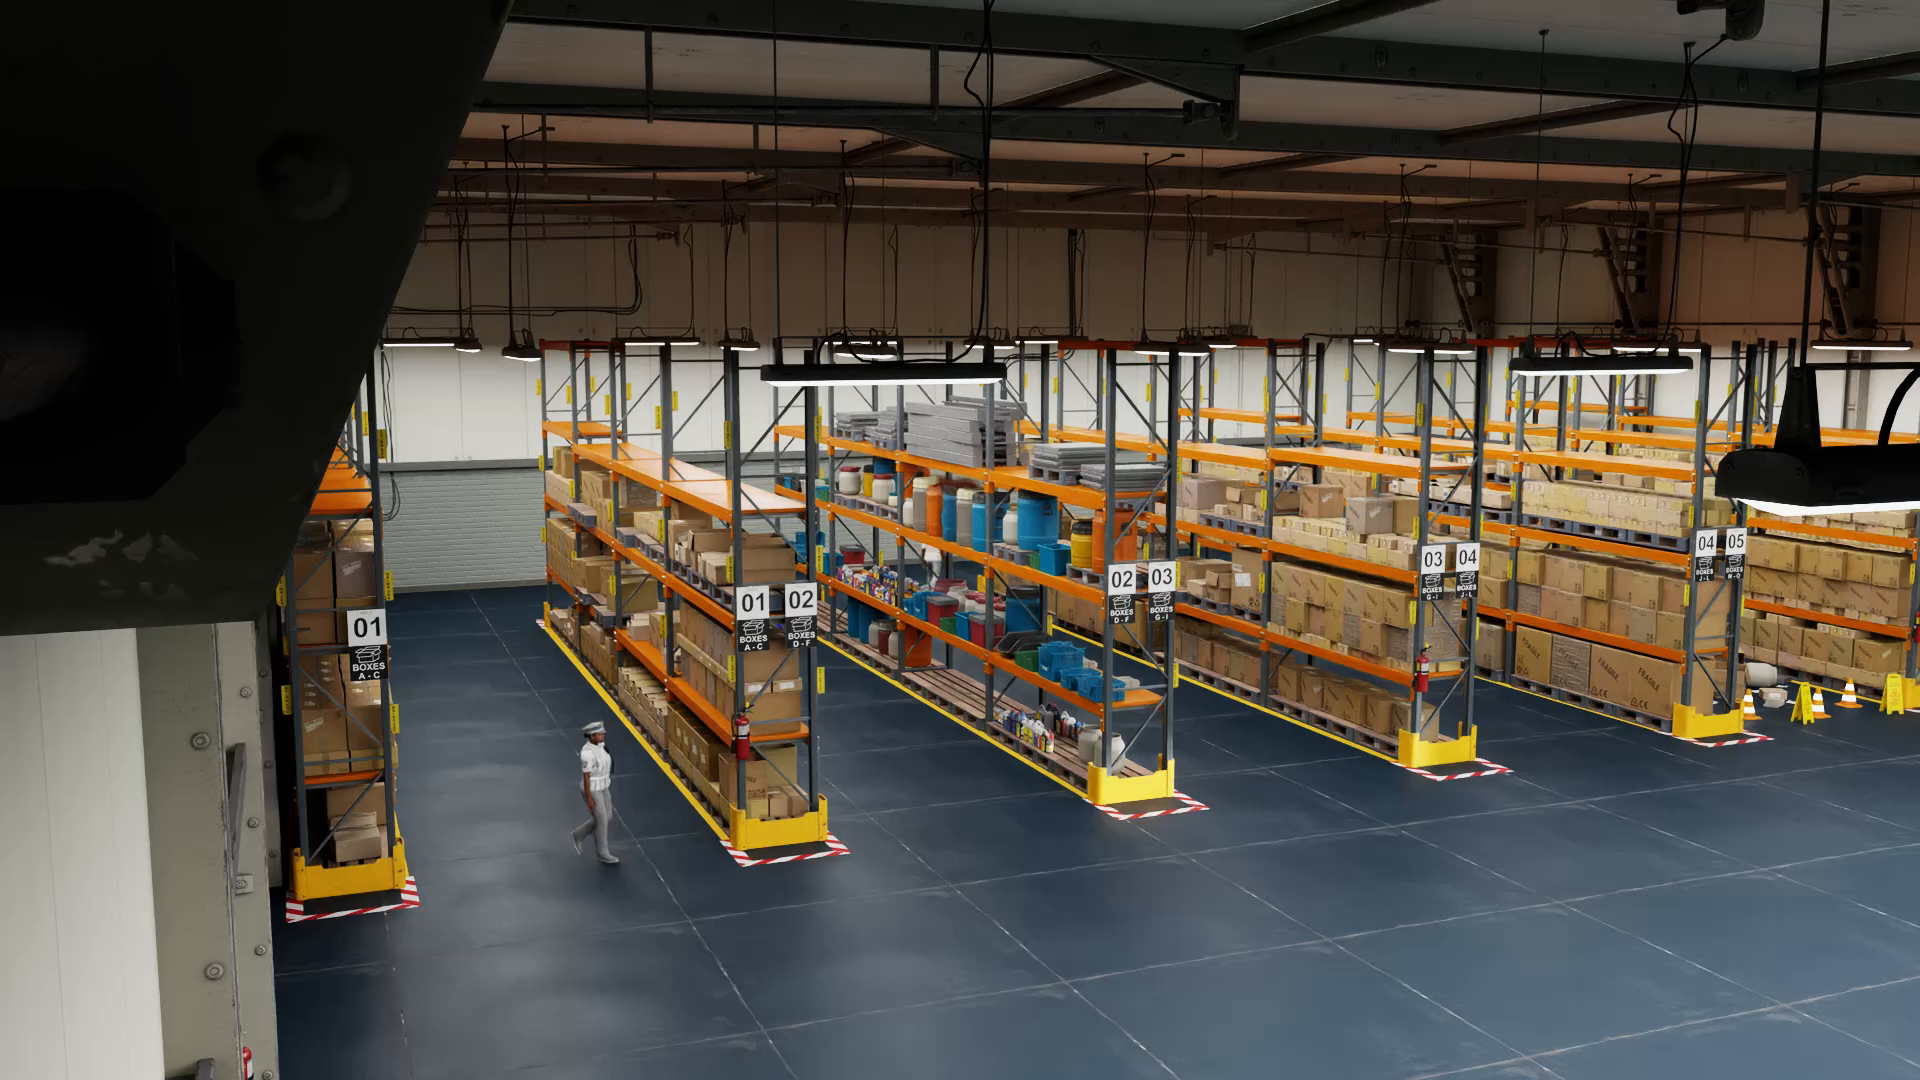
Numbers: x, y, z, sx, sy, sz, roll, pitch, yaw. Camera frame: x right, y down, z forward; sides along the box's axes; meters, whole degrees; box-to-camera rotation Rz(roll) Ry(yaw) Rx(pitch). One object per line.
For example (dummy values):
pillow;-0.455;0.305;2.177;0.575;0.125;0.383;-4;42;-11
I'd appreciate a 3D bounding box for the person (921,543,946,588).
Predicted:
person;-0.625;0.483;38.306;0.593;1.759;0.737;5;9;36

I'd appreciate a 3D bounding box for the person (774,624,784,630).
person;-3.049;1.828;27.137;0.498;1.586;0.468;-1;7;-5

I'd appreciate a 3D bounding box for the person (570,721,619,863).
person;-4.322;2.948;19.639;0.696;1.662;0.502;2;8;15
